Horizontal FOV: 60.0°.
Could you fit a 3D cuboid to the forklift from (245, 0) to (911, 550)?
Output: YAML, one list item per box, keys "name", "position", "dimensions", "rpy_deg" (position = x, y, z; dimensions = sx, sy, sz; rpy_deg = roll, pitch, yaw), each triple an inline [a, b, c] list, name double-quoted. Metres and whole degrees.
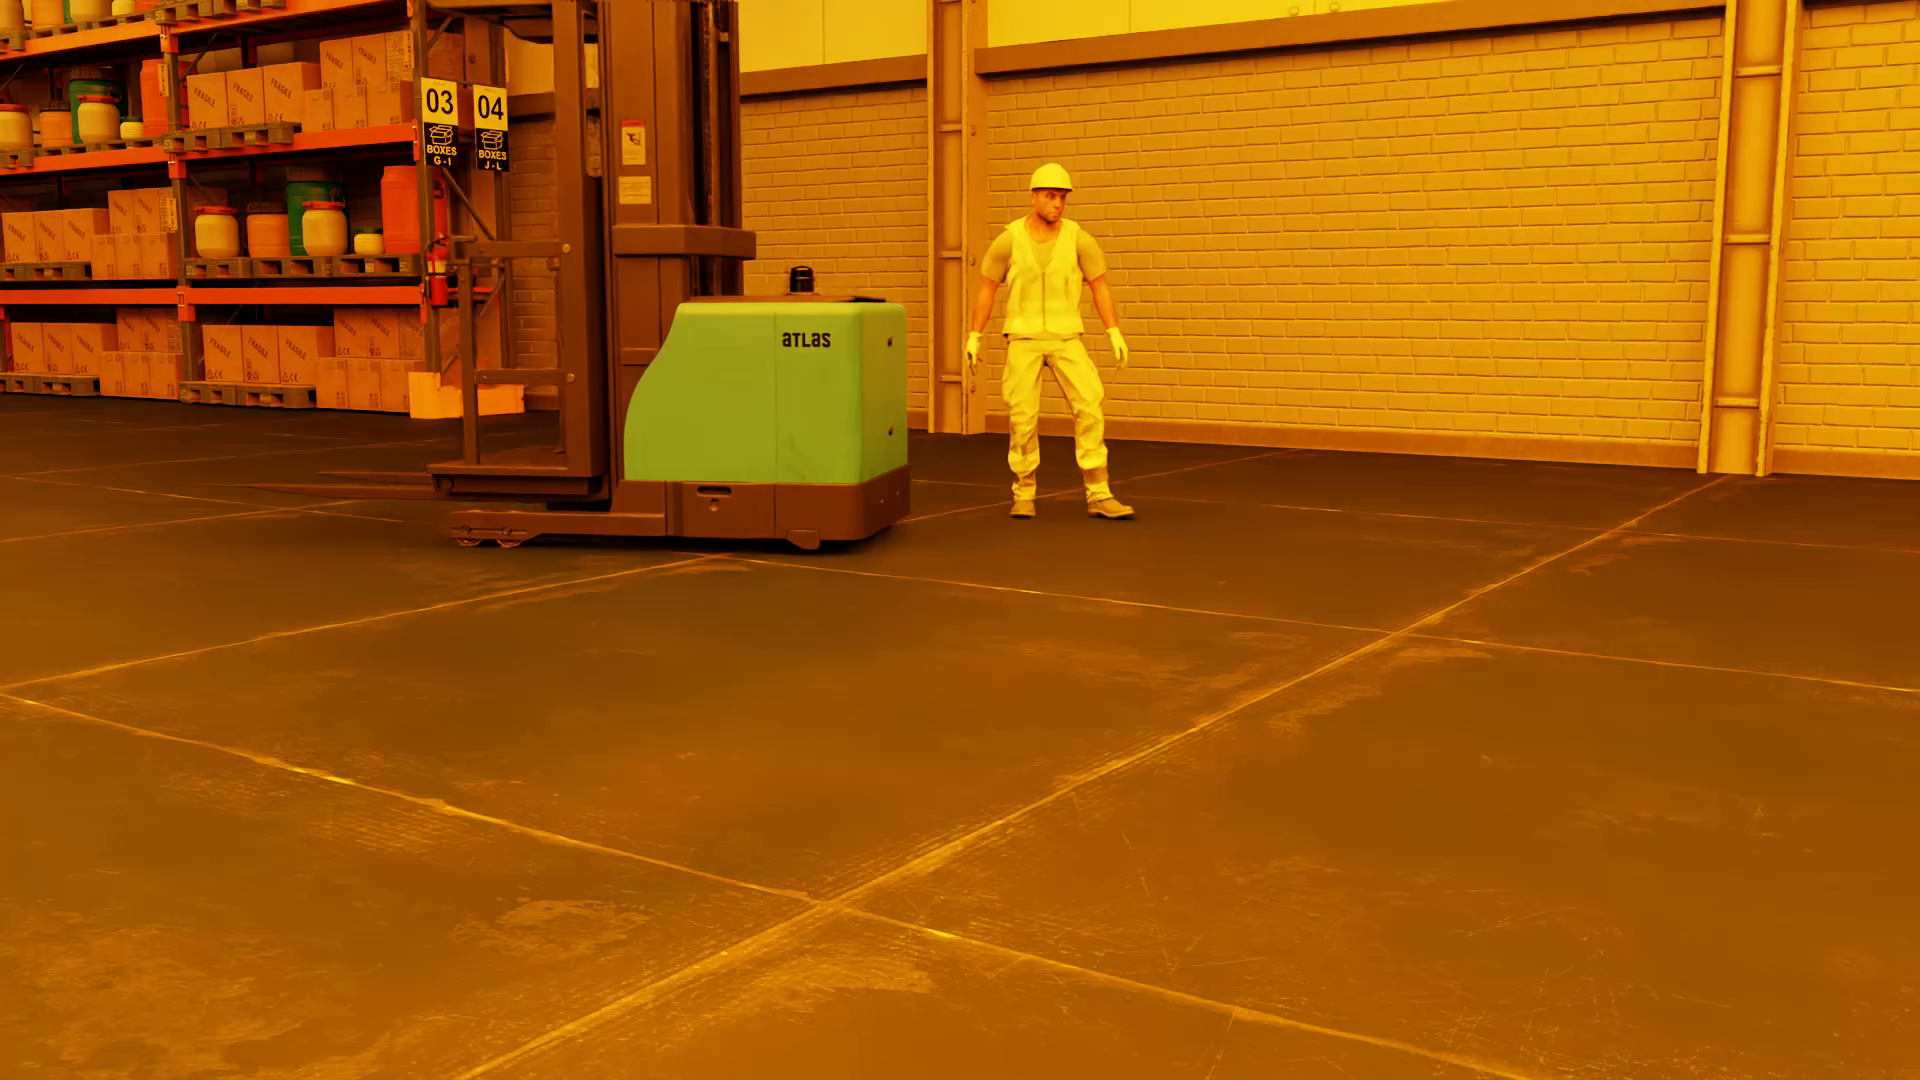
- name: "forklift"
  position: [-1.806, -1.488, 7.654]
  dimensions: [3.031, 2.935, 1.130]
  rpy_deg: [2, 8, 11]

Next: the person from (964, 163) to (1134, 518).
- name: "person"
  position: [0.448, -0.988, 8.331]
  dimensions: [0.848, 1.750, 0.430]
  rpy_deg: [0, 8, -2]
